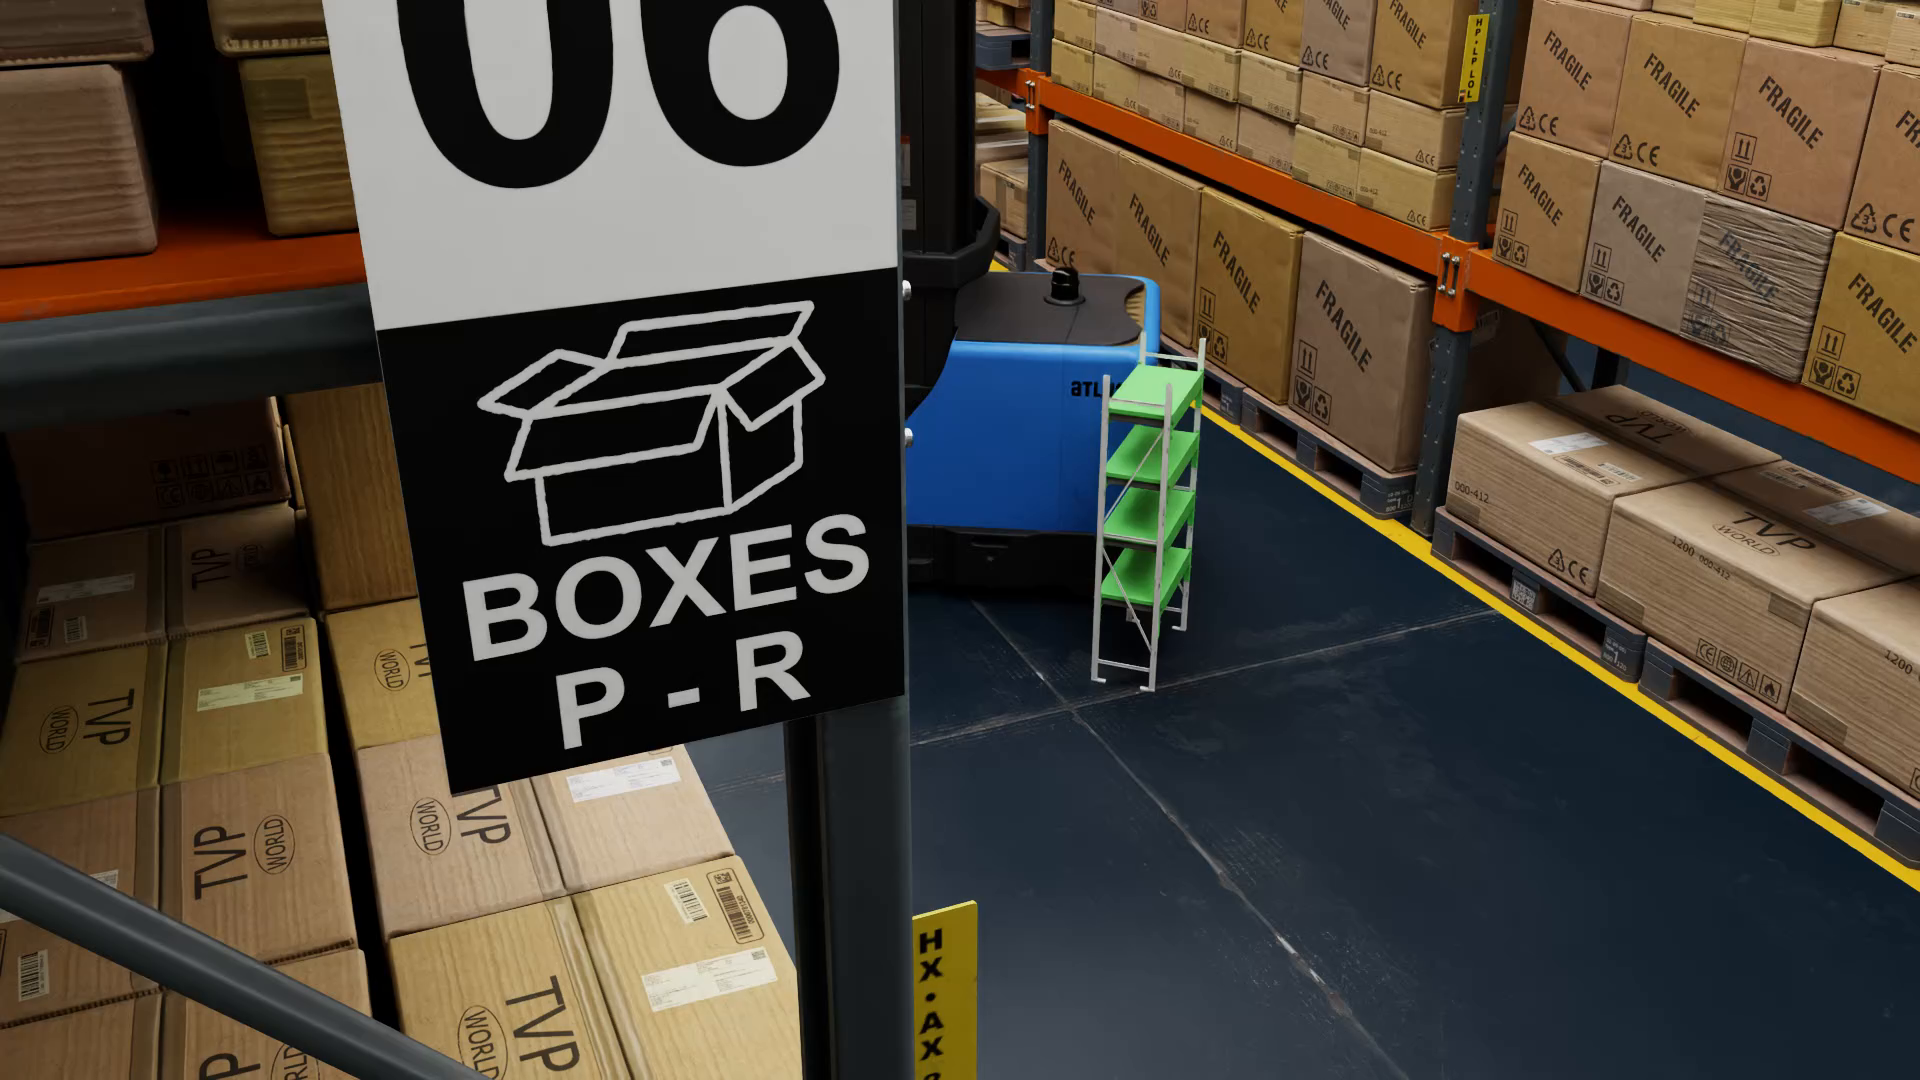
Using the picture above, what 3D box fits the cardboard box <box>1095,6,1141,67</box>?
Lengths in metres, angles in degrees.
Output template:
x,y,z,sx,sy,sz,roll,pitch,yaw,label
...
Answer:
x,y,z,sx,sy,sz,roll,pitch,yaw,label
1.077,-2.777,9.119,0.500,0.250,0.500,-10,28,-19,cardboard box

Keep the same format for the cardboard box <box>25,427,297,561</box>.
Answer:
x,y,z,sx,sy,sz,roll,pitch,yaw,label
-1.746,-0.016,3.696,0.500,0.250,0.500,-10,28,-19,cardboard box

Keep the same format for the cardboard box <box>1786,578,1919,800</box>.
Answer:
x,y,z,sx,sy,sz,roll,pitch,yaw,label
3.321,0.500,5.249,0.875,0.438,0.875,-10,28,-19,cardboard box

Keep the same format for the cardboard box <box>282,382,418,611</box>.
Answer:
x,y,z,sx,sy,sz,roll,pitch,yaw,label
-1.046,-0.229,3.278,0.500,0.500,0.500,-10,28,-19,cardboard box

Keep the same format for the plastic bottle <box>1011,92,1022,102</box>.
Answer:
x,y,z,sx,sy,sz,roll,pitch,yaw,label
0.558,-4.213,15.809,0.133,0.061,0.283,-6,27,-12,plastic bottle

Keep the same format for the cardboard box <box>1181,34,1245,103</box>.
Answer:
x,y,z,sx,sy,sz,roll,pitch,yaw,label
1.448,-2.366,8.279,0.500,0.250,0.500,-10,28,-20,cardboard box

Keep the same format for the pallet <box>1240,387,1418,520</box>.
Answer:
x,y,z,sx,sy,sz,roll,pitch,yaw,label
2.100,-0.506,8.046,1.003,0.211,1.213,-11,28,-21,pallet

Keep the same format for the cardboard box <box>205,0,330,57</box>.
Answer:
x,y,z,sx,sy,sz,roll,pitch,yaw,label
-0.450,-0.632,1.538,0.500,0.250,0.500,-11,28,-21,cardboard box

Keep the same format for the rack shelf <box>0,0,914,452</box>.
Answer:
x,y,z,sx,sy,sz,roll,pitch,yaw,label
-1.311,-0.823,2.918,1.077,0.370,4.000,-11,28,-21,rack shelf

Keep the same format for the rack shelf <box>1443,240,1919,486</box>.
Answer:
x,y,z,sx,sy,sz,roll,pitch,yaw,label
3.254,-0.330,5.326,1.077,0.370,4.000,-11,28,-21,rack shelf

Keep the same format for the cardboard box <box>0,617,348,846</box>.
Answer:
x,y,z,sx,sy,sz,roll,pitch,yaw,label
-1.343,0.393,2.858,0.500,0.250,0.500,-10,28,-19,cardboard box

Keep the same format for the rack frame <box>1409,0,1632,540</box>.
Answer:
x,y,z,sx,sy,sz,roll,pitch,yaw,label
2.471,-1.460,6.822,1.000,3.000,0.127,-11,28,-21,rack frame

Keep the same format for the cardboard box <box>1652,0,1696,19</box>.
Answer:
x,y,z,sx,sy,sz,roll,pitch,yaw,label
2.610,-1.877,5.683,0.380,0.149,0.250,-11,28,-21,cardboard box

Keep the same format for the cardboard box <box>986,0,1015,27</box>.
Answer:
x,y,z,sx,sy,sz,roll,pitch,yaw,label
0.388,-3.339,10.477,0.380,0.149,0.250,-10,28,-20,cardboard box

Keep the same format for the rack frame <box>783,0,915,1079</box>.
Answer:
x,y,z,sx,sy,sz,roll,pitch,yaw,label
-0.528,1.009,1.765,1.000,3.000,0.127,-11,28,-21,rack frame

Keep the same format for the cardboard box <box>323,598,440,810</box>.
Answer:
x,y,z,sx,sy,sz,roll,pitch,yaw,label
-0.857,0.305,3.037,0.500,0.250,0.500,-11,28,-22,cardboard box

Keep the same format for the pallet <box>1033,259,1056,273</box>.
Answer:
x,y,z,sx,sy,sz,roll,pitch,yaw,label
1.144,-1.491,10.063,1.003,0.211,1.213,-11,28,-21,pallet

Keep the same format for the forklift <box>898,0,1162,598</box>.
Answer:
x,y,z,sx,sy,sz,roll,pitch,yaw,label
-0.686,-1.352,6.678,3.031,2.935,1.130,3,26,6,forklift

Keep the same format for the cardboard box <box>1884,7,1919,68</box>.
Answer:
x,y,z,sx,sy,sz,roll,pitch,yaw,label
2.935,-1.456,4.820,0.380,0.149,0.250,-10,28,-20,cardboard box

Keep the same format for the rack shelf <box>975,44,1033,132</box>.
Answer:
x,y,z,sx,sy,sz,roll,pitch,yaw,label
0.121,-3.559,11.941,1.077,0.370,4.000,-11,28,-21,rack shelf

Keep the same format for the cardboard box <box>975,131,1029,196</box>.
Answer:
x,y,z,sx,sy,sz,roll,pitch,yaw,label
0.396,-2.609,11.692,0.950,0.372,0.625,-11,28,-22,cardboard box

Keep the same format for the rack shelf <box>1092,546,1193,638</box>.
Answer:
x,y,z,sx,sy,sz,roll,pitch,yaw,label
0.688,0.171,6.226,0.258,0.148,0.480,9,28,18,rack shelf

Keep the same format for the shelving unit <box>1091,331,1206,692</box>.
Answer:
x,y,z,sx,sy,sz,roll,pitch,yaw,label
0.688,-0.102,6.092,0.258,1.200,0.503,9,28,18,shelving unit

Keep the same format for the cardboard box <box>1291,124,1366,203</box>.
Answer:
x,y,z,sx,sy,sz,roll,pitch,yaw,label
1.865,-1.737,7.559,0.500,0.250,0.500,-11,28,-21,cardboard box

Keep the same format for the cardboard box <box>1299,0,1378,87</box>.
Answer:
x,y,z,sx,sy,sz,roll,pitch,yaw,label
1.856,-2.299,7.287,0.500,0.500,0.500,-10,28,-20,cardboard box

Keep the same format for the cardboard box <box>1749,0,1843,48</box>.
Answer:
x,y,z,sx,sy,sz,roll,pitch,yaw,label
2.728,-1.654,5.227,0.380,0.149,0.250,-11,28,-22,cardboard box

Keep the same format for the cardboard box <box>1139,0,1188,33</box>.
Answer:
x,y,z,sx,sy,sz,roll,pitch,yaw,label
1.264,-2.918,8.555,0.500,0.500,0.500,-10,28,-19,cardboard box

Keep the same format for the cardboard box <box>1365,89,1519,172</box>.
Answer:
x,y,z,sx,sy,sz,roll,pitch,yaw,label
2.075,-1.754,7.024,0.500,0.250,0.500,-11,28,-21,cardboard box

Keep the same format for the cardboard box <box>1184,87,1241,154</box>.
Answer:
x,y,z,sx,sy,sz,roll,pitch,yaw,label
1.479,-2.151,8.408,0.500,0.250,0.500,-11,28,-21,cardboard box

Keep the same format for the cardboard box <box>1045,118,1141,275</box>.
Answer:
x,y,z,sx,sy,sz,roll,pitch,yaw,label
1.099,-2.016,9.903,0.875,0.875,0.875,-11,28,-21,cardboard box

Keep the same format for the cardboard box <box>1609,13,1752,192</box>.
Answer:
x,y,z,sx,sy,sz,roll,pitch,yaw,label
2.627,-1.516,5.682,0.500,0.500,0.500,-11,28,-21,cardboard box

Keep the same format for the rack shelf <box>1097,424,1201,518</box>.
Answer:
x,y,z,sx,sy,sz,roll,pitch,yaw,label
0.688,-0.261,6.015,0.258,0.148,0.480,9,28,18,rack shelf

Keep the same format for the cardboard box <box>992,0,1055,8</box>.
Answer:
x,y,z,sx,sy,sz,roll,pitch,yaw,label
0.471,-3.578,10.228,0.500,0.500,0.500,-11,28,-22,cardboard box

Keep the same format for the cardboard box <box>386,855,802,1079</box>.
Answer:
x,y,z,sx,sy,sz,roll,pitch,yaw,label
-0.458,0.713,2.203,0.500,0.250,0.500,-10,28,-20,cardboard box

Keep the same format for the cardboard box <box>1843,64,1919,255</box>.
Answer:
x,y,z,sx,sy,sz,roll,pitch,yaw,label
3.012,-1.103,4.837,0.500,0.500,0.500,-11,28,-21,cardboard box

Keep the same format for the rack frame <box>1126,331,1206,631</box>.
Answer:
x,y,z,sx,sy,sz,roll,pitch,yaw,label
0.774,-0.203,6.298,0.240,1.200,0.015,9,28,18,rack frame

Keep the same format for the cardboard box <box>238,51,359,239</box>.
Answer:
x,y,z,sx,sy,sz,roll,pitch,yaw,label
-0.439,-0.395,1.507,0.380,0.149,0.250,-10,28,-20,cardboard box

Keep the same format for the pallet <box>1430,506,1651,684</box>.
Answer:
x,y,z,sx,sy,sz,roll,pitch,yaw,label
2.697,0.113,6.778,1.003,0.211,1.213,-11,28,-21,pallet

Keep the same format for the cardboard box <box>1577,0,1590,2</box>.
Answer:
x,y,z,sx,sy,sz,roll,pitch,yaw,label
2.356,-2.074,6.086,0.380,0.149,0.250,-11,28,-21,cardboard box

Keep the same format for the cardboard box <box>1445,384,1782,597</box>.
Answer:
x,y,z,sx,sy,sz,roll,pitch,yaw,label
2.618,-0.226,6.735,0.875,0.438,0.875,-11,28,-21,cardboard box

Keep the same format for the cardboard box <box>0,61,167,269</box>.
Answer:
x,y,z,sx,sy,sz,roll,pitch,yaw,label
-0.866,-0.316,1.345,0.380,0.149,0.250,-10,28,-19,cardboard box

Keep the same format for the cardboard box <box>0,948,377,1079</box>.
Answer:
x,y,z,sx,sy,sz,roll,pitch,yaw,label
-0.952,0.802,2.020,0.500,0.250,0.500,-10,28,-19,cardboard box

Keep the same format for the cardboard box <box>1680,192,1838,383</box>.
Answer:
x,y,z,sx,sy,sz,roll,pitch,yaw,label
2.796,-0.865,5.489,0.500,0.500,0.500,-10,28,-20,cardboard box

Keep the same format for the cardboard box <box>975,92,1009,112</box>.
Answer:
x,y,z,sx,sy,sz,roll,pitch,yaw,label
-0.169,-3.197,12.895,0.950,0.372,0.625,-9,27,-17,cardboard box

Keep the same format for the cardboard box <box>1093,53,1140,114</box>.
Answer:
x,y,z,sx,sy,sz,roll,pitch,yaw,label
1.082,-2.563,9.251,0.500,0.250,0.500,-11,28,-22,cardboard box
